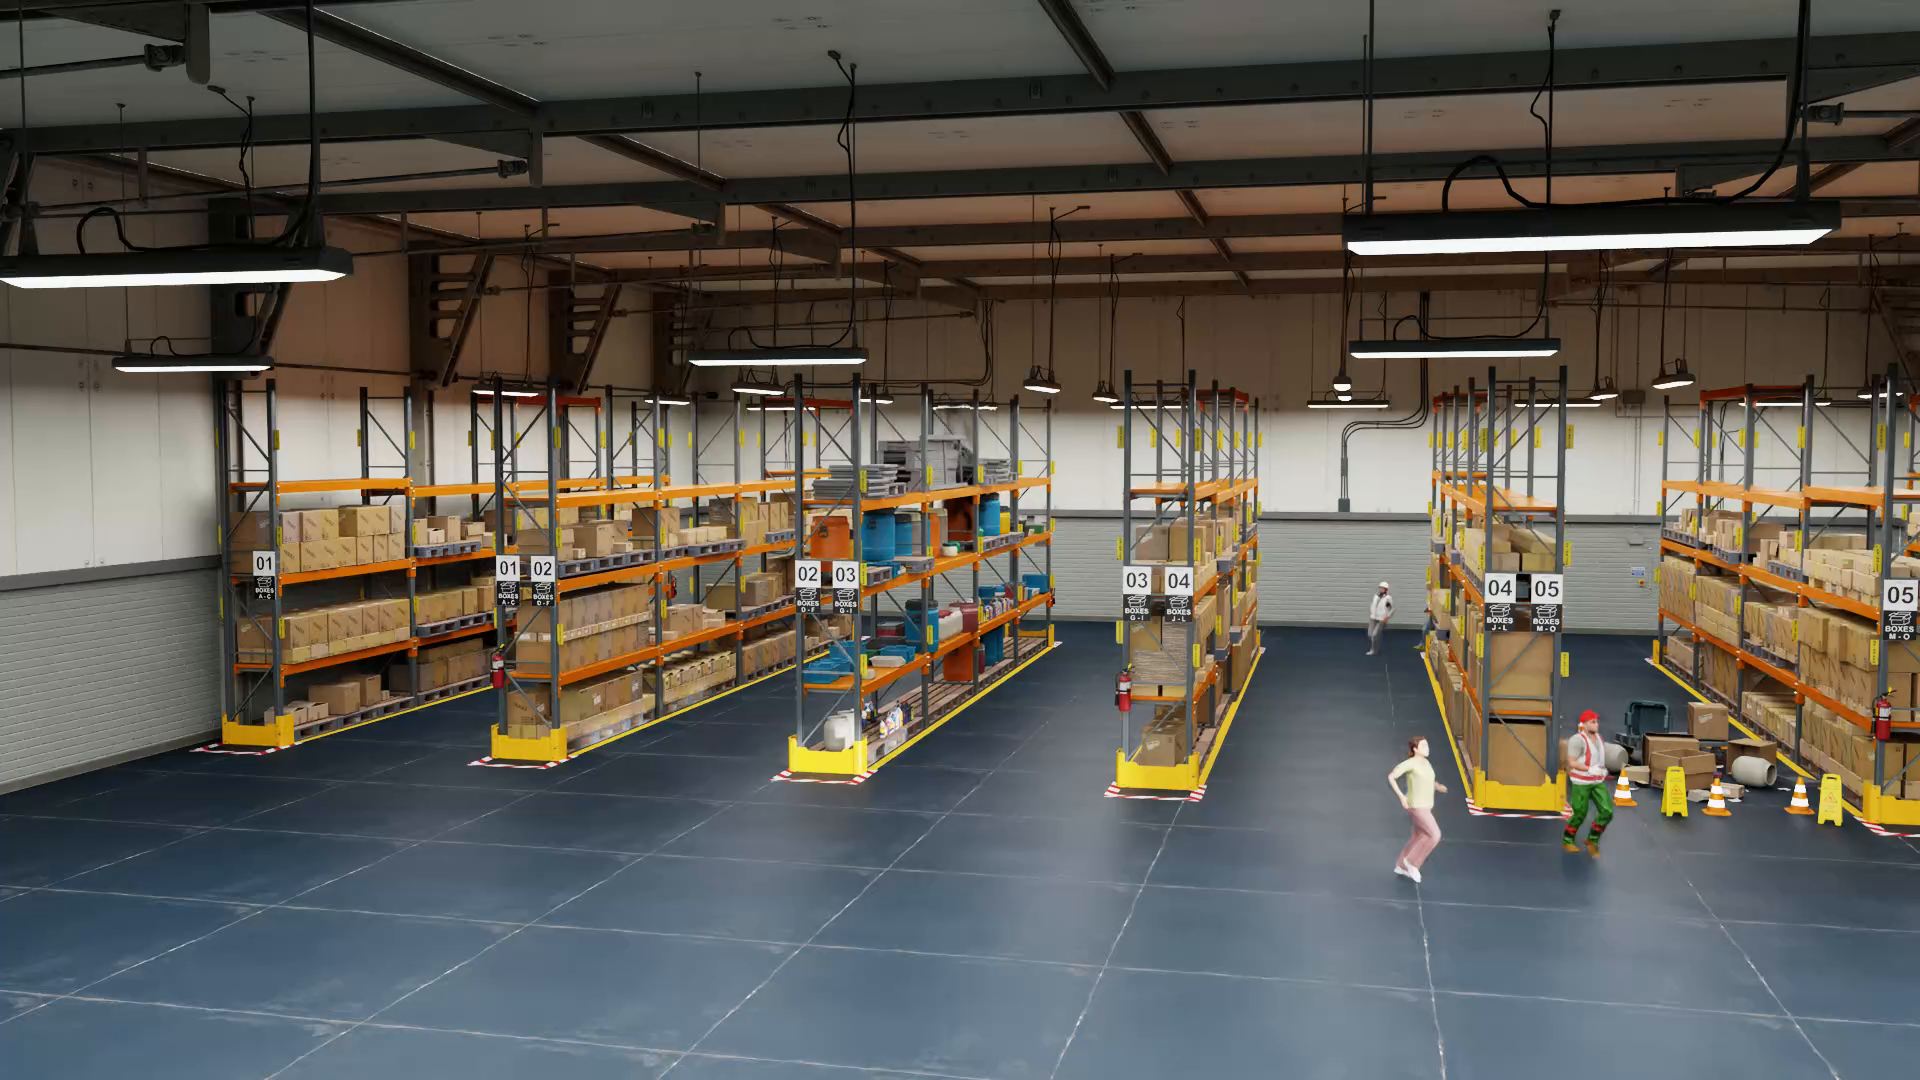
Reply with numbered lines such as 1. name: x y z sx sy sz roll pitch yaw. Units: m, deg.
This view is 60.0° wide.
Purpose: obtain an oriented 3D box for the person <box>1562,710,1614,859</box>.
1. person: 7.539 2.933 19.873 0.684 1.819 0.714 -2 4 -24

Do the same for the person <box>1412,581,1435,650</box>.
1. person: 11.189 1.769 39.571 0.790 1.702 0.970 1 3 10

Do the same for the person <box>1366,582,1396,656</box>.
1. person: 9.814 1.827 38.663 0.603 1.722 0.725 -3 5 -45

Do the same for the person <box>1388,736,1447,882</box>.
1. person: 5.211 3.032 18.812 0.638 1.641 0.550 3 5 44
